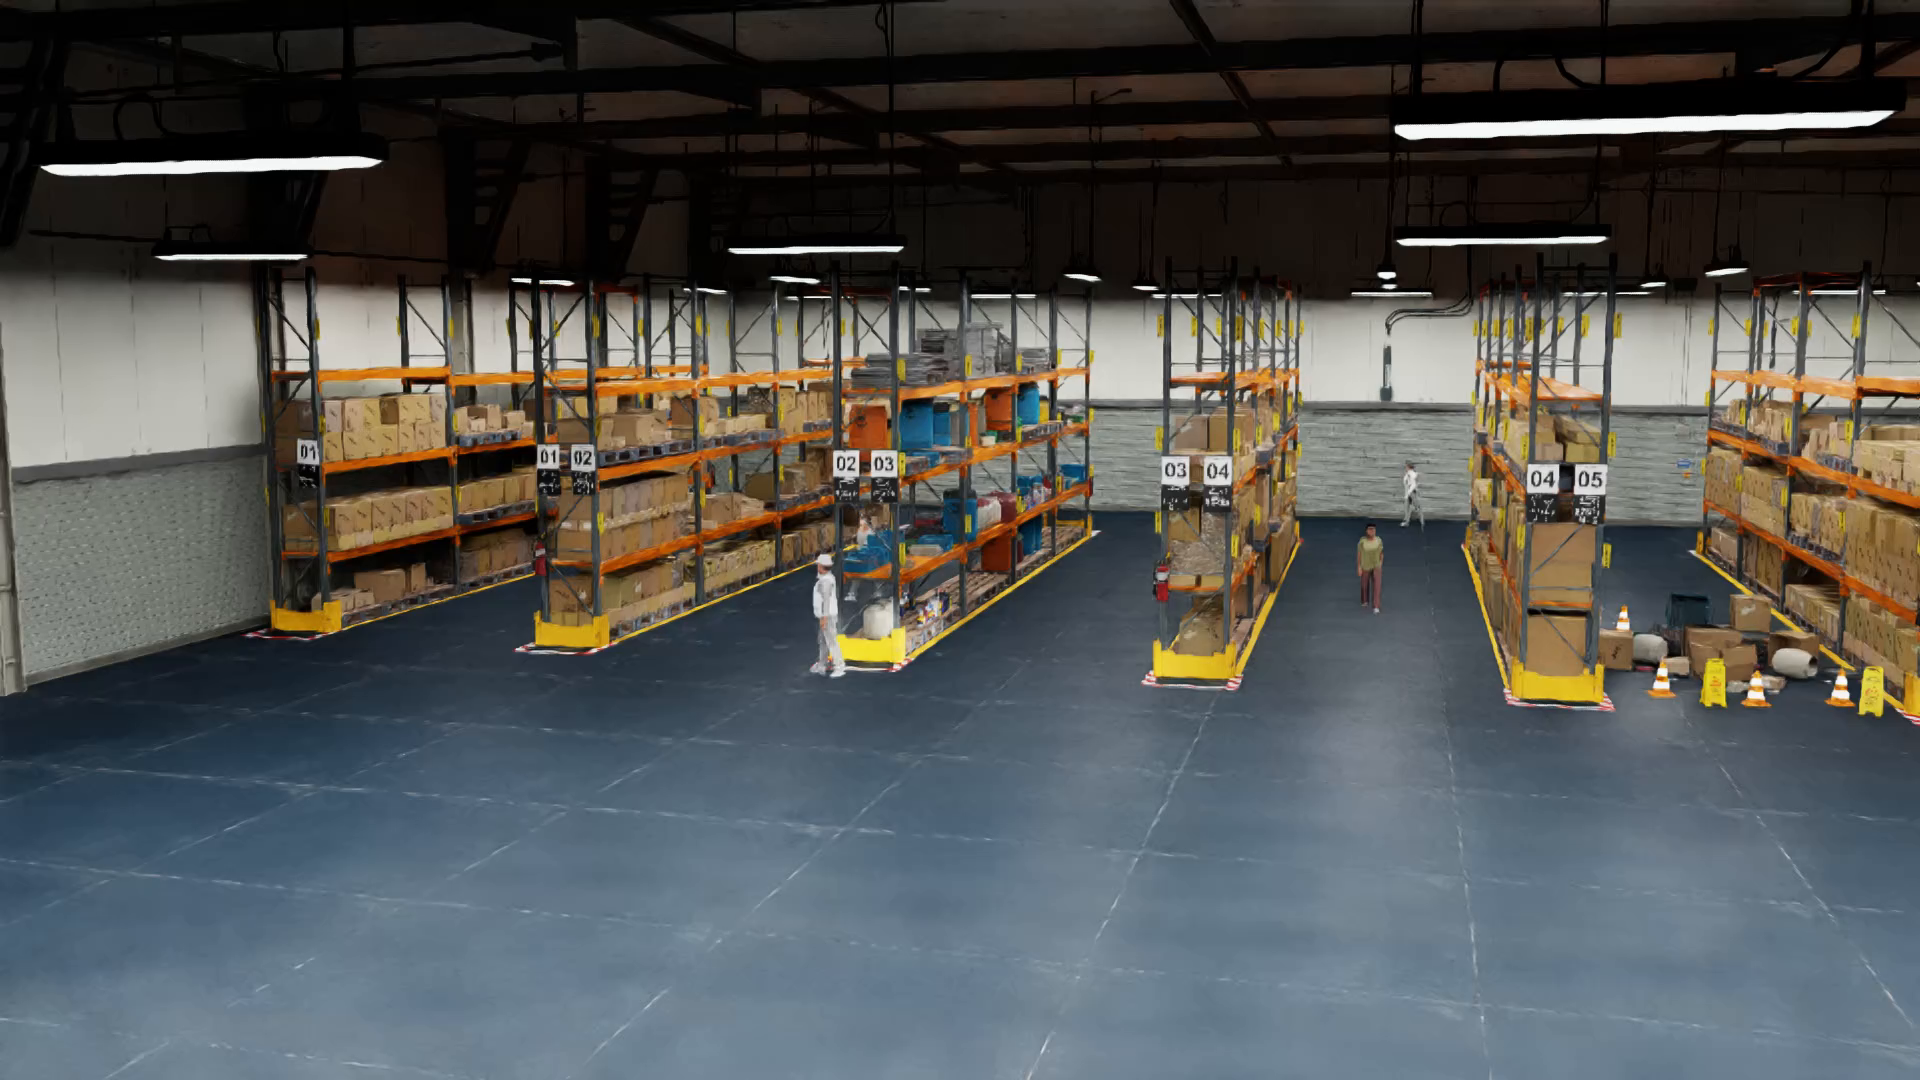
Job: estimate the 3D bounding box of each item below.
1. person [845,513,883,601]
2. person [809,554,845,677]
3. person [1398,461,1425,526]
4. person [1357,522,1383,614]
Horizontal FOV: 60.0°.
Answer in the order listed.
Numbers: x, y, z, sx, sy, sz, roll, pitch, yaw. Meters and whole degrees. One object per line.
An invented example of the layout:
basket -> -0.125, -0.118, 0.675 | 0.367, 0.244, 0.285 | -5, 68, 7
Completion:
person -> -1.734, 0.308, 30.684 | 0.445, 1.598, 1.019 | 3, 8, 24
person -> -1.930, 1.081, 24.063 | 0.539, 1.773, 0.634 | 0, 7, -2
person -> 11.531, -1.190, 42.355 | 0.681, 1.658, 0.496 | -2, 7, -14
person -> 7.239, 0.468, 29.397 | 0.451, 1.586, 1.099 | 2, 7, 12
